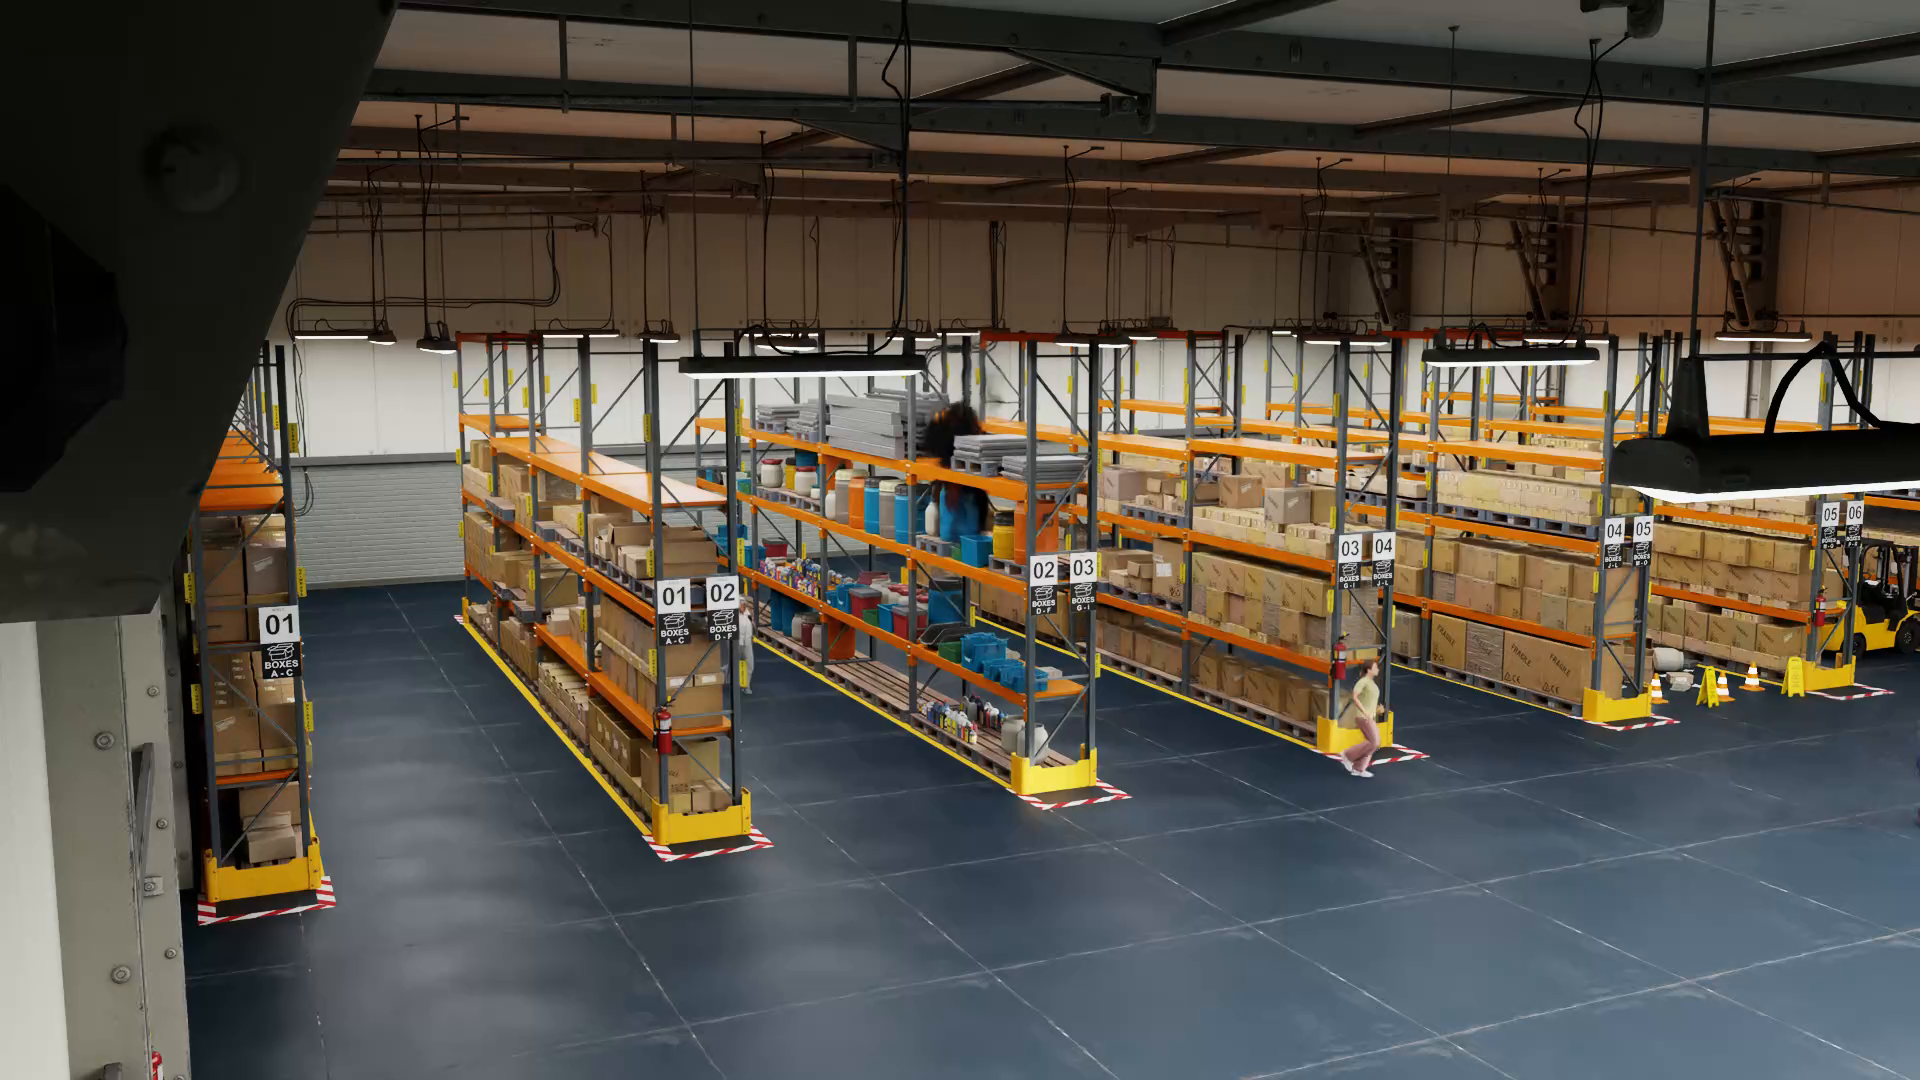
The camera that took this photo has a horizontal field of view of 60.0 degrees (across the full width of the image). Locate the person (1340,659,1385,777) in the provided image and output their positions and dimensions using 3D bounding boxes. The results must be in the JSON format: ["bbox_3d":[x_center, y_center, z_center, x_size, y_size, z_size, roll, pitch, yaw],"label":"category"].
[{"bbox_3d":[5.594,2.443,23.019,0.534,1.618,0.600,4,9,27],"label":"person"}]

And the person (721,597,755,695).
[{"bbox_3d":[-3.751,1.751,28.087,0.596,1.644,0.821,-6,10,-37],"label":"person"}]
